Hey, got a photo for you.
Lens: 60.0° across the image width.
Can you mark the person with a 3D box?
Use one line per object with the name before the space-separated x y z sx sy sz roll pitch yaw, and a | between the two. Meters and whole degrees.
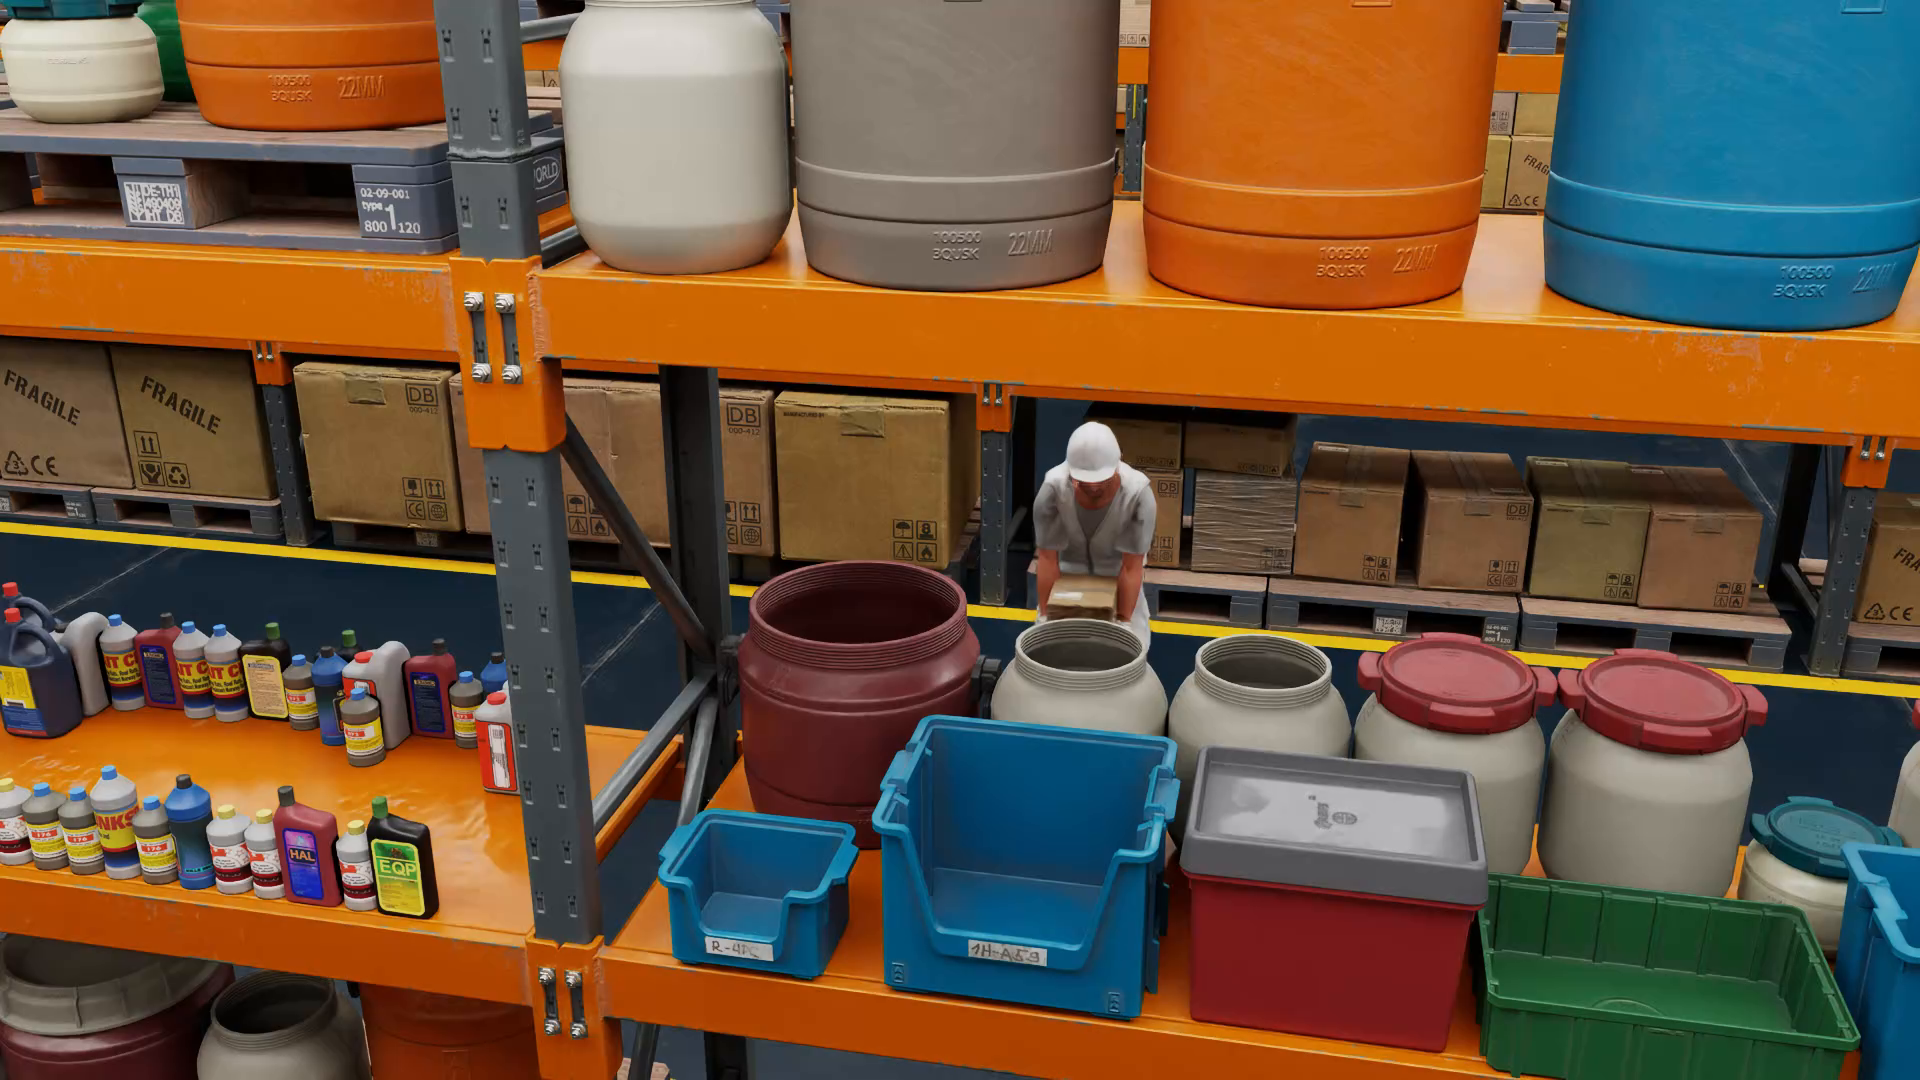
person | 0.528 0.248 6.635 0.484 1.628 0.736 4 22 10
